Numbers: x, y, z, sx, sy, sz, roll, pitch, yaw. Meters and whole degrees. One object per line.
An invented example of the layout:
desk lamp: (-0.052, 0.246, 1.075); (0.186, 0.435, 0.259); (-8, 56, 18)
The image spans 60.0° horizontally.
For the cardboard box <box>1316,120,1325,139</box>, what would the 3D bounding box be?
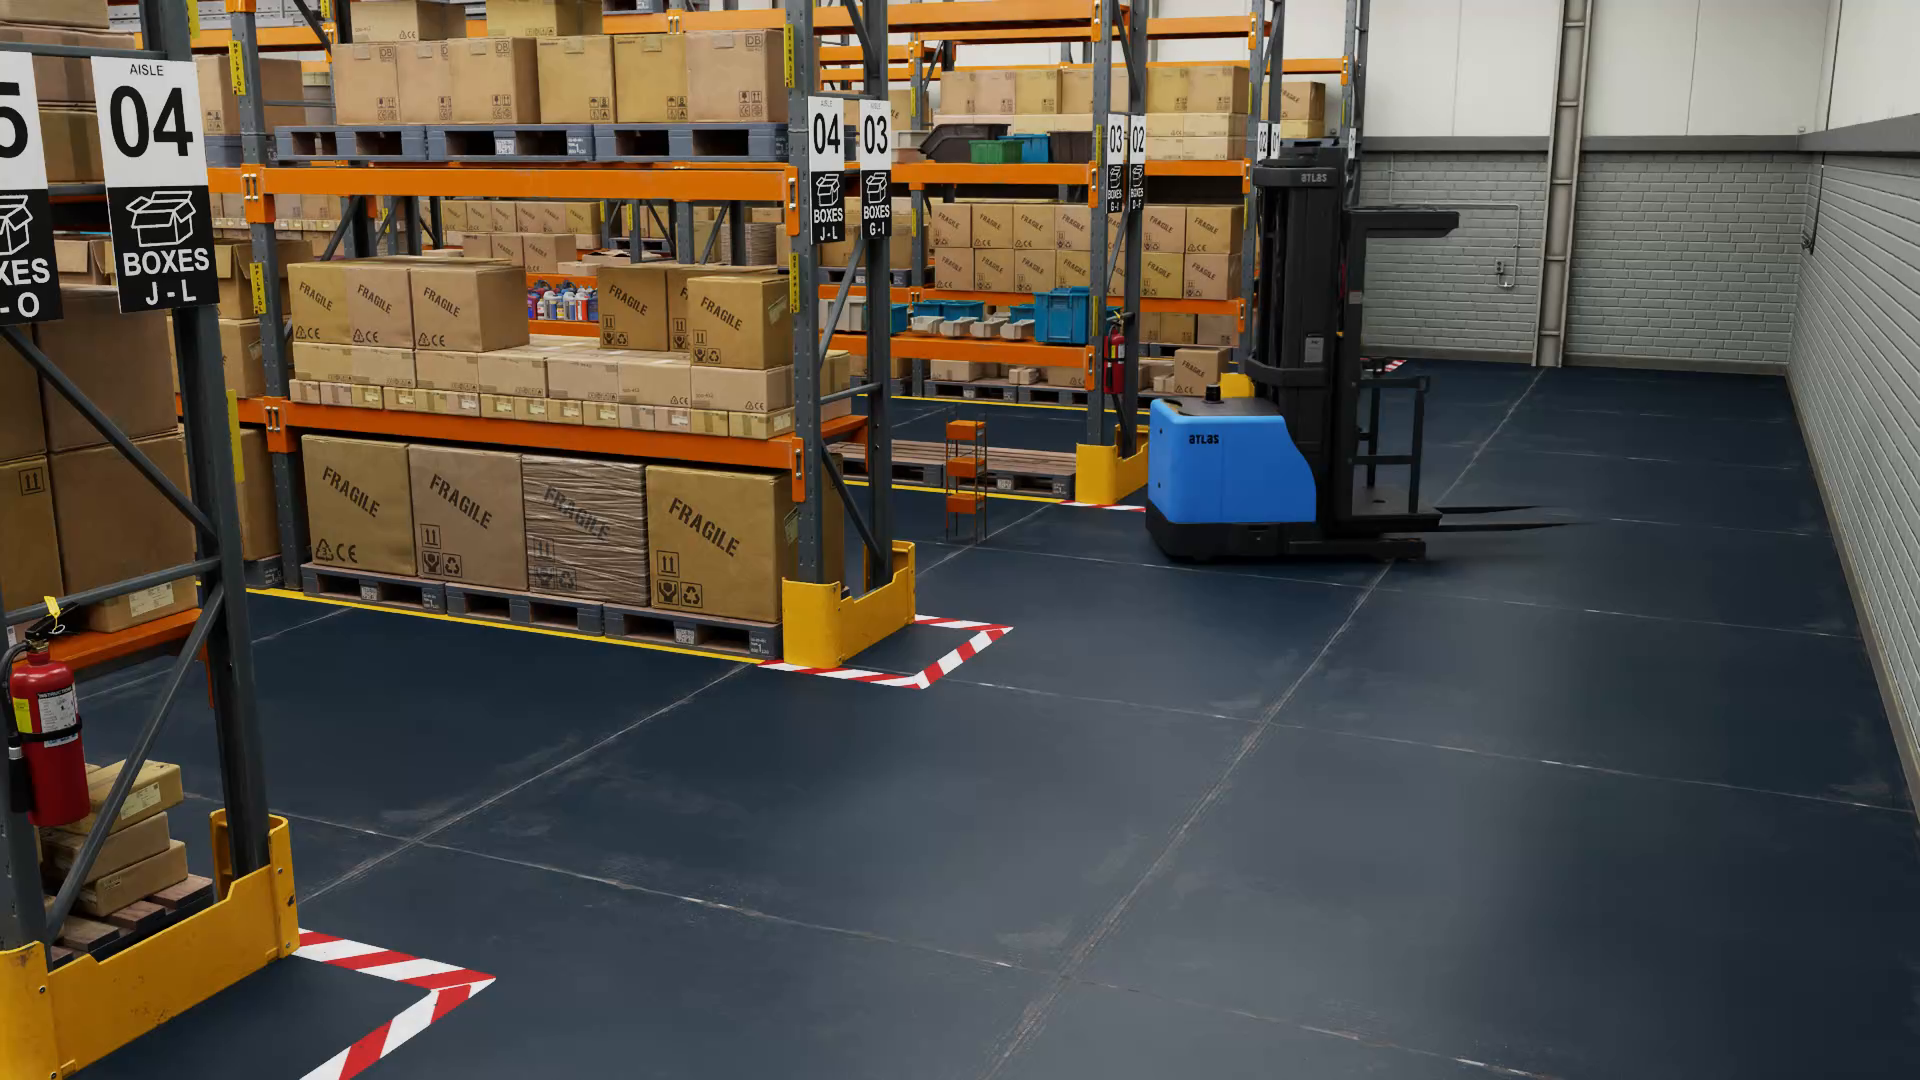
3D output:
cardboard box: (4.771, -5.714, 23.163); (0.500, 0.250, 0.500); (7, 15, 26)

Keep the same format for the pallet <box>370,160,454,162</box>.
pallet: (-5.328, -3.903, 16.668); (1.213, 0.211, 1.003); (6, 14, 23)

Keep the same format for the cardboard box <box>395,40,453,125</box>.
cardboard box: (-3.107, -2.872, 10.507); (0.500, 0.500, 0.700); (7, 15, 26)

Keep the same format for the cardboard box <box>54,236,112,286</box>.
cardboard box: (-6.122, -1.935, 12.022); (0.637, 0.503, 0.797); (6, 15, 25)

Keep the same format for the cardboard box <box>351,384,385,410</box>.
cardboard box: (-3.720, -0.953, 10.801); (0.250, 0.149, 0.380); (6, 15, 25)

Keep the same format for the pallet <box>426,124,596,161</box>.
pallet: (-2.482, -2.447, 10.245); (1.213, 0.211, 1.003); (6, 14, 23)

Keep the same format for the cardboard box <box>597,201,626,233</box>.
cardboard box: (-5.977, -5.454, 28.074); (0.500, 0.500, 0.500); (5, 14, 22)

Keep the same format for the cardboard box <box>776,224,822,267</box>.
cardboard box: (-1.961, -3.693, 20.790); (0.500, 0.500, 0.700); (2, 13, 9)

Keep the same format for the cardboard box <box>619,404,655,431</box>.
cardboard box: (-1.835, -0.763, 9.991); (0.250, 0.149, 0.380); (6, 15, 24)

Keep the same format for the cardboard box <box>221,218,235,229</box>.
cardboard box: (-10.551, -4.636, 24.307); (0.250, 0.149, 0.380); (6, 14, 23)

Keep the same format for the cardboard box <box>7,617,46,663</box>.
cardboard box: (-3.194, 0.327, 5.345); (0.250, 0.149, 0.380); (6, 14, 23)

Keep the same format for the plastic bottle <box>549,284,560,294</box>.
plastic bottle: (-4.134, -2.472, 16.981); (0.133, 0.283, 0.061); (6, 14, 23)

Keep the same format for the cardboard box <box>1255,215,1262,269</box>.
cardboard box: (4.199, -4.211, 23.476); (0.700, 0.700, 0.980); (6, 14, 23)

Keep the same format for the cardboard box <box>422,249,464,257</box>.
cardboard box: (-7.167, -3.920, 23.224); (0.500, 0.250, 0.500); (7, 15, 27)

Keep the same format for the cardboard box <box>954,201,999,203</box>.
cardboard box: (0.246, -3.832, 20.113); (0.500, 0.500, 0.500); (6, 14, 24)

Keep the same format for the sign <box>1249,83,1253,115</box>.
sign: (3.093, -4.697, 17.701); (0.005, 0.325, 0.100); (6, 14, 23)

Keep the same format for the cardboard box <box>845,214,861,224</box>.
cardboard box: (-1.635, -4.800, 25.729); (0.500, 0.500, 0.500); (6, 15, 25)

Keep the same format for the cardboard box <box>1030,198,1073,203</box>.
cardboard box: (1.367, -4.990, 24.899); (0.500, 0.250, 0.500); (6, 15, 25)

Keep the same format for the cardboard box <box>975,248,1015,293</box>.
cardboard box: (0.504, -3.187, 19.554); (0.500, 0.500, 0.500); (6, 15, 24)

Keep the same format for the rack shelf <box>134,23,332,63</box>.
rack shelf: (-7.816, -5.186, 17.609); (4.000, 0.370, 1.077); (6, 14, 23)

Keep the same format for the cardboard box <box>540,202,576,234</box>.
cardboard box: (-6.648, -5.391, 27.805); (0.500, 0.500, 0.500); (6, 14, 23)

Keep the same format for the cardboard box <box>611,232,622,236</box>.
cardboard box: (-5.975, -5.090, 28.164); (0.500, 0.250, 0.500); (6, 14, 24)

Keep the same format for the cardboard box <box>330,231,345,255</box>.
cardboard box: (-8.528, -4.166, 23.723); (0.500, 0.500, 0.700); (6, 14, 23)

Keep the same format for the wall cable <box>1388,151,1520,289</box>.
wall cable: (6.893, -4.528, 23.262); (1.851, 1.984, 0.084); (6, 14, 23)

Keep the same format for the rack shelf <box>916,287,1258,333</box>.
rack shelf: (1.508, -2.754, 19.501); (4.000, 0.370, 1.077); (6, 14, 23)

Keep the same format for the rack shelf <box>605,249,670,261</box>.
rack shelf: (-3.804, -4.530, 27.067); (4.000, 0.370, 1.077); (6, 14, 23)

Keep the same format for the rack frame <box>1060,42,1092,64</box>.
rack frame: (1.682, -7.245, 23.933); (0.127, 3.000, 1.000); (6, 14, 23)

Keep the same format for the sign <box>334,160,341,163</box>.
sign: (-6.204, -3.919, 16.554); (0.005, 0.325, 0.100); (6, 14, 23)

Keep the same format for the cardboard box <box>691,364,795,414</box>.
cardboard box: (-1.230, -0.912, 9.752); (0.500, 0.250, 0.500); (6, 14, 22)

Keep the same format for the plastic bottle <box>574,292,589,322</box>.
plastic bottle: (-3.617, -2.244, 16.025); (0.135, 0.276, 0.152); (6, 14, 23)

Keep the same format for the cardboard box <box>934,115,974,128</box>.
cardboard box: (0.023, -4.823, 19.412); (0.500, 0.250, 0.500); (6, 14, 23)

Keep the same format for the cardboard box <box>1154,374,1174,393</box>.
cardboard box: (2.406, -1.809, 19.139); (0.250, 0.166, 0.380); (6, 14, 23)

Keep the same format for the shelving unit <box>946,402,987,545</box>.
shelving unit: (0.049, -0.506, 12.614); (0.252, 1.050, 0.215); (6, 14, 23)

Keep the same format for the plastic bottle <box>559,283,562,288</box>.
plastic bottle: (-4.109, -2.485, 17.035); (0.133, 0.283, 0.061); (6, 14, 23)

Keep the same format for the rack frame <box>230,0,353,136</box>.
rack frame: (-4.337, -4.141, 10.706); (0.127, 3.000, 1.000); (6, 14, 23)

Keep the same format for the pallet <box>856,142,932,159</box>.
pallet: (-0.889, -4.733, 20.206); (1.003, 0.211, 1.213); (6, 14, 23)

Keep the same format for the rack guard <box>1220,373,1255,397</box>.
rack guard: (3.267, -1.710, 18.946); (0.348, 0.500, 1.175); (6, 14, 23)

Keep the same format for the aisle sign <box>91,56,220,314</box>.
aisle sign: (-2.593, -1.146, 5.380); (0.004, 0.787, 0.394); (6, 14, 23)

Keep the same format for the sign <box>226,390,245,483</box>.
sign: (-2.561, -0.359, 5.823); (0.005, 0.325, 0.100); (6, 14, 23)

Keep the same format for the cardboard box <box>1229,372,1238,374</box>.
cardboard box: (3.093, -1.856, 19.377); (0.250, 0.149, 0.380); (6, 14, 23)

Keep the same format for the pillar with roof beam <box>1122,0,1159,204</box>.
pillar with roof beam: (0.929, -6.462, 20.595); (0.400, 9.000, 9.100); (6, 14, 23)

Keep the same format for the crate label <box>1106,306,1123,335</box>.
crate label: (1.234, -1.925, 14.626); (0.303, 0.233, 0.416); (6, 14, 23)

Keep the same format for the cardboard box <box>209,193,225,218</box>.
cardboard box: (-10.822, -5.029, 24.564); (0.500, 0.500, 0.700); (6, 14, 23)

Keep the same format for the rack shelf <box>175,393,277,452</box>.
rack shelf: (-6.165, -1.056, 12.262); (4.000, 0.370, 1.077); (6, 14, 23)

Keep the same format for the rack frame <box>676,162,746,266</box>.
rack frame: (-2.331, -2.255, 15.800); (0.127, 3.000, 1.000); (6, 14, 23)

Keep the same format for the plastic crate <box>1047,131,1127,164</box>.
plastic crate: (1.087, -3.376, 14.295); (0.590, 0.269, 0.497); (6, 14, 23)

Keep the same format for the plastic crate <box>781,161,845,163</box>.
plastic crate: (-1.306, -3.480, 14.739); (0.590, 0.269, 0.497); (6, 14, 23)

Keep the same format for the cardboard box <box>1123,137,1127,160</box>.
cardboard box: (1.845, -4.391, 18.665); (0.500, 0.250, 0.500); (6, 14, 23)

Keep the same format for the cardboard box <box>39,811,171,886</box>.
cardboard box: (-3.156, 1.112, 6.118); (0.250, 0.149, 0.380); (6, 15, 26)

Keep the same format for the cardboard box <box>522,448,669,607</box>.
cardboard box: (-2.129, -0.147, 10.549); (0.875, 0.875, 0.875); (6, 14, 23)

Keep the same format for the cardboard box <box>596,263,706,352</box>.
cardboard box: (-1.942, -1.481, 10.537); (0.500, 0.500, 0.500); (5, 14, 22)

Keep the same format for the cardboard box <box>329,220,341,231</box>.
cardboard box: (-8.677, -4.446, 23.496); (0.250, 0.149, 0.380); (6, 14, 23)

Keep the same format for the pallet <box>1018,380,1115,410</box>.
pallet: (1.426, -1.756, 19.775); (1.213, 0.211, 1.003); (6, 14, 23)

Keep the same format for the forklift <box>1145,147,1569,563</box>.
forklift: (2.974, -1.382, 12.231); (3.031, 2.935, 1.130); (-1, 13, -4)
